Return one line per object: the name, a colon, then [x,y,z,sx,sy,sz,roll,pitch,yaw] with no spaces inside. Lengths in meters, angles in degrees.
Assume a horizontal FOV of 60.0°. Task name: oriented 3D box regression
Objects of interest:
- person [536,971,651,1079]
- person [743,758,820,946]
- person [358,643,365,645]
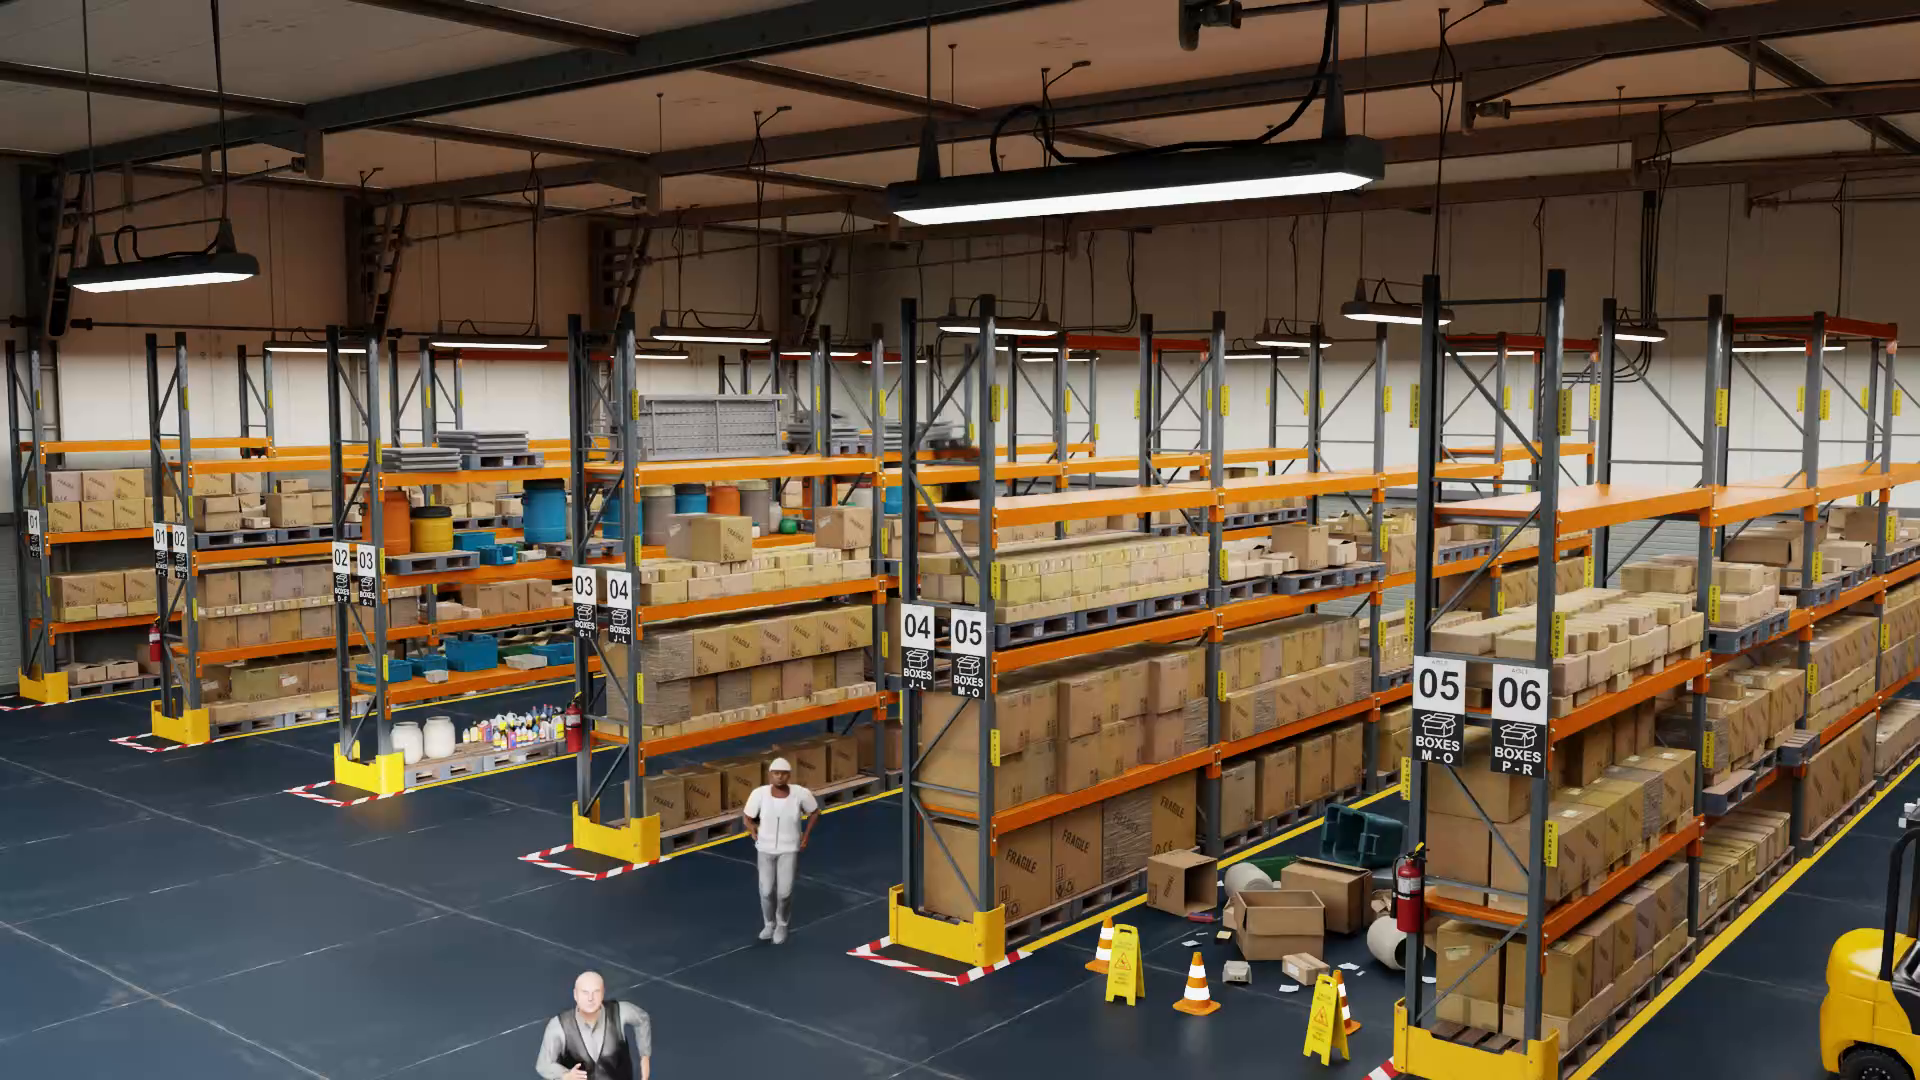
person: [-2.194,3.419,10.013,0.678,1.763,0.851,-1,5,-12]
person: [-1.687,2.905,15.492,0.701,1.762,0.621,0,5,3]
person: [-10.627,1.655,29.861,0.632,1.661,0.861,3,6,29]
